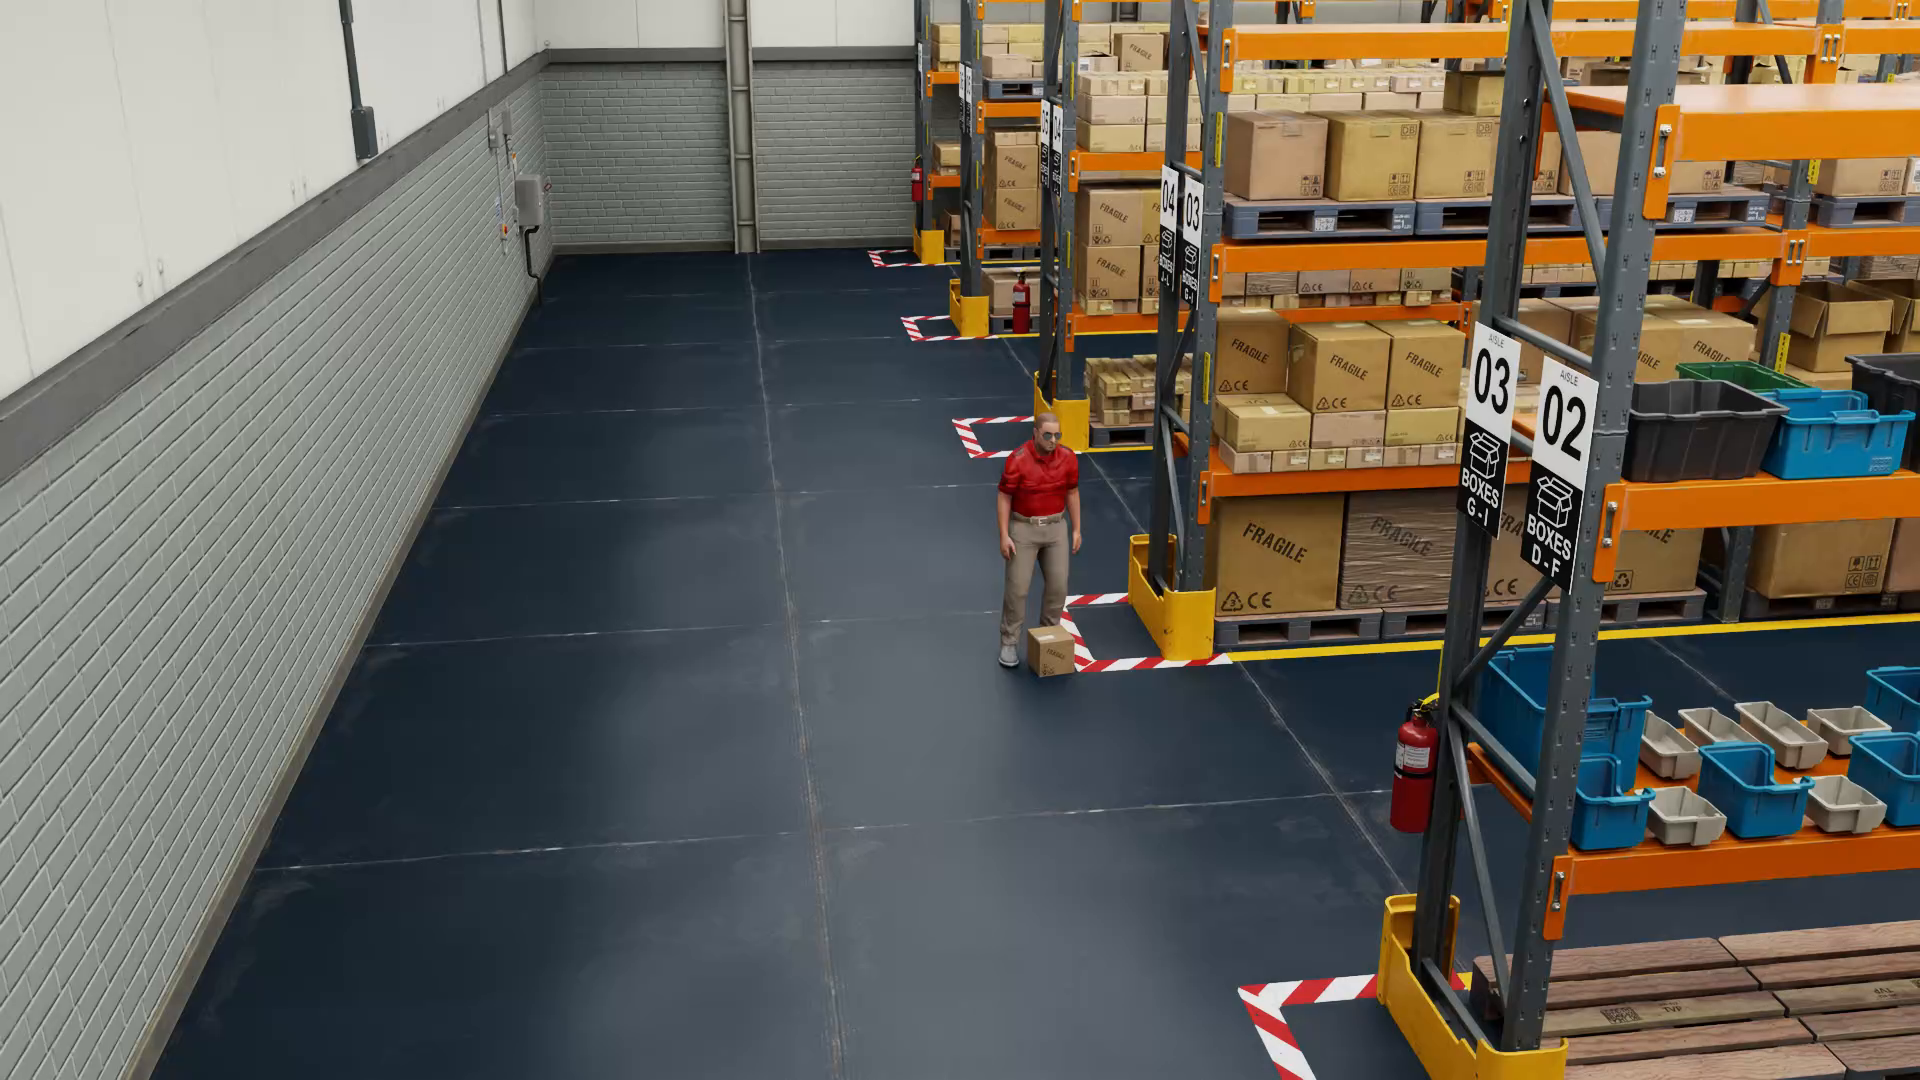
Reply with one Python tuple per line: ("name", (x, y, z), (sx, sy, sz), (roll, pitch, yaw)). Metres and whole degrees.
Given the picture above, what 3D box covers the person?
("person", (0.530, -0.032, 11.178), (0.607, 1.728, 0.387), (-6, 21, -17))
